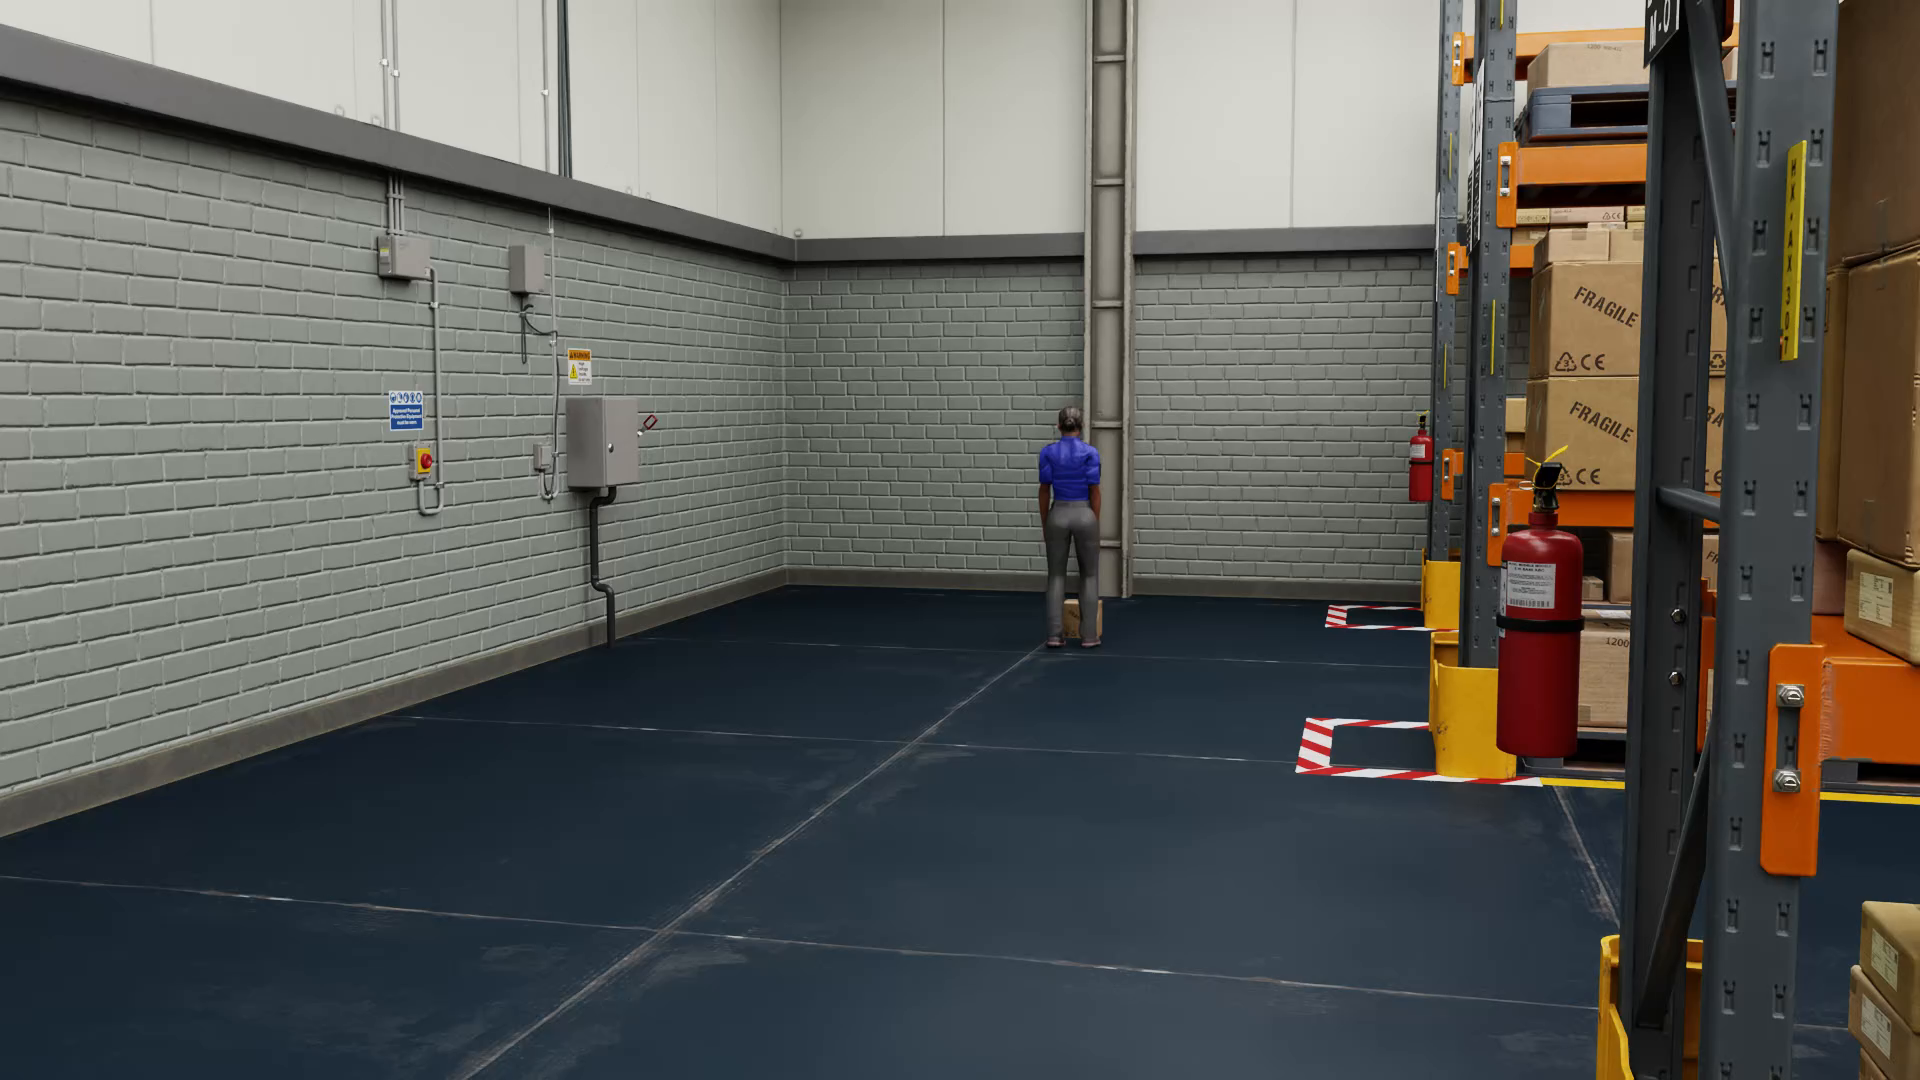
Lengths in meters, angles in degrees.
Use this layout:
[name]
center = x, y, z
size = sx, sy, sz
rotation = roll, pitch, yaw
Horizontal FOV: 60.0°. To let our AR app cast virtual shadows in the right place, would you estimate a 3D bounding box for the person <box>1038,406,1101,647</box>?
[person]
center = 0.755, -0.089, 11.411
size = 0.439, 1.653, 0.308
rotation = 1, 5, 15
